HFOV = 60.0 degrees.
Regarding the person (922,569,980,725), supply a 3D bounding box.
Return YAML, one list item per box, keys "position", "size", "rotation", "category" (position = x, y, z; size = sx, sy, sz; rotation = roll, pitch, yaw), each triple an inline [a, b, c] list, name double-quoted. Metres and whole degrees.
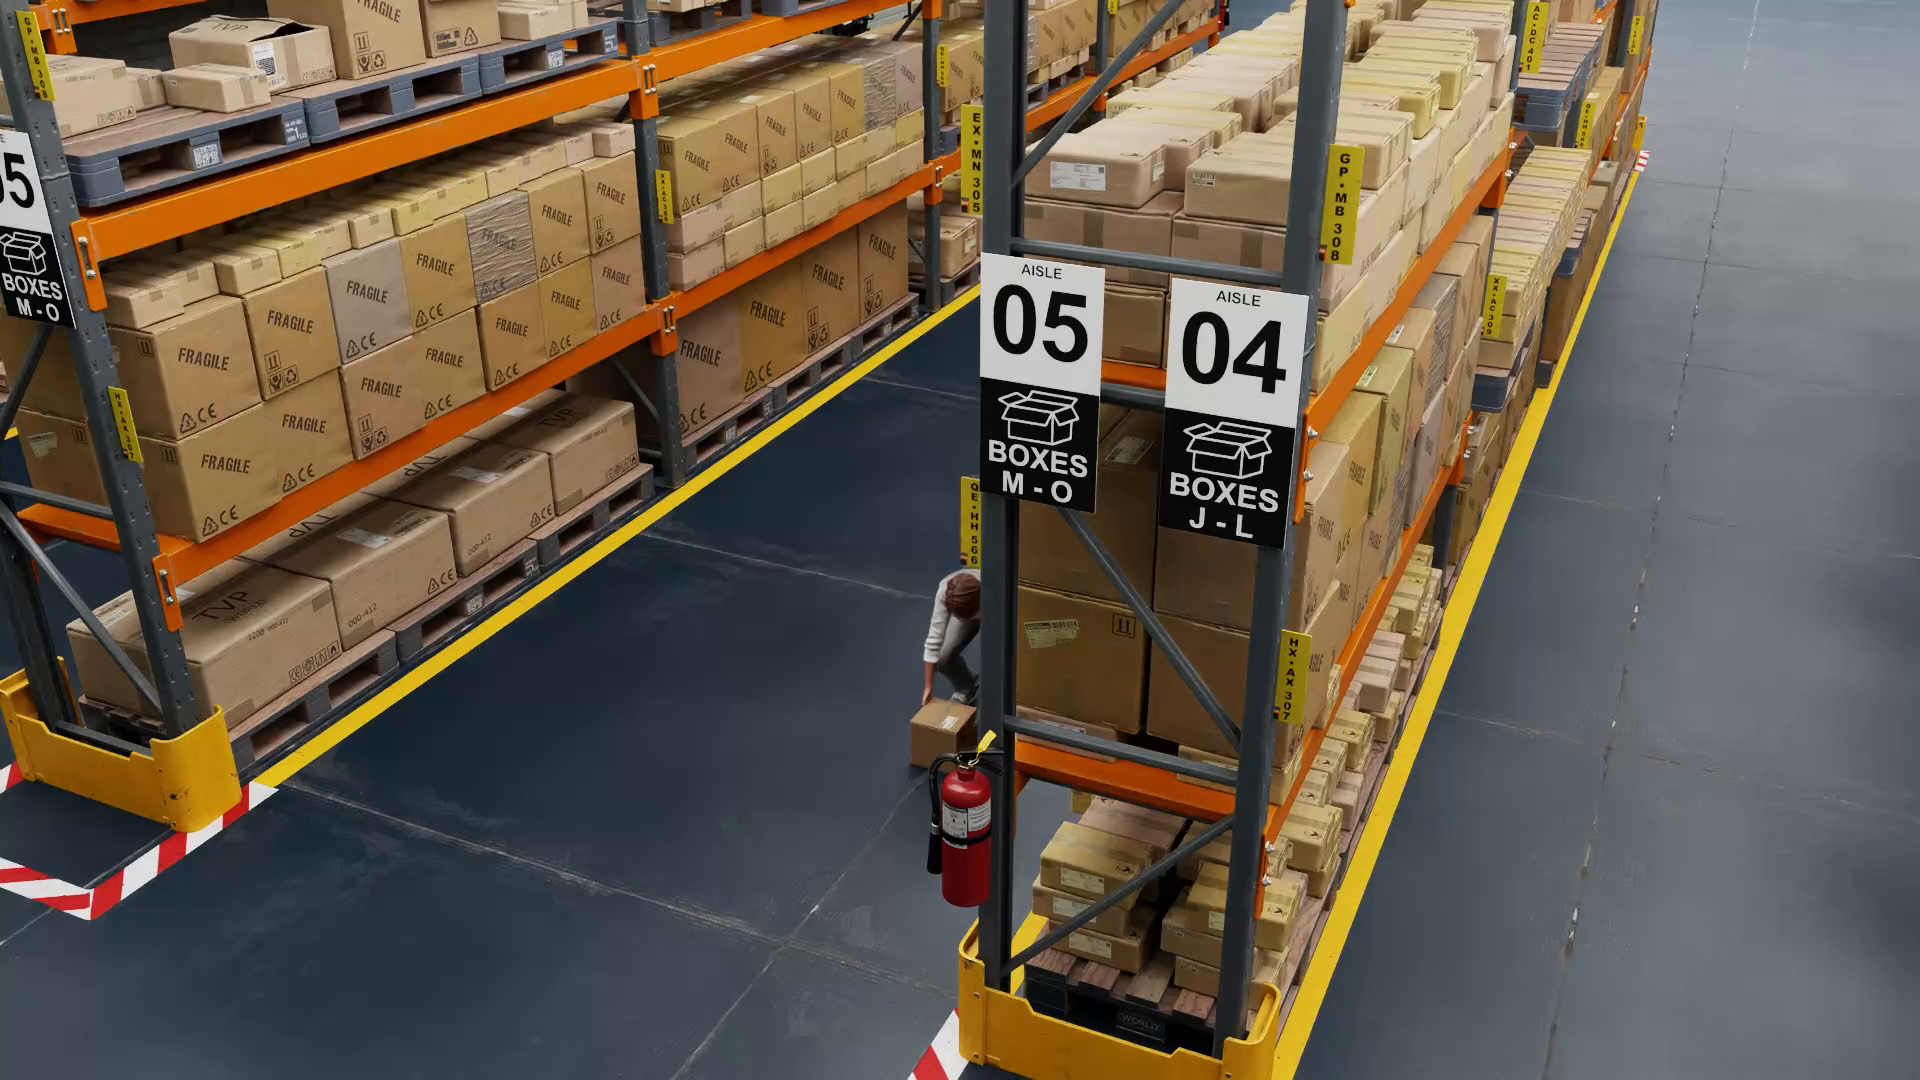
- position: [0.100, 0.495, 8.347]
  size: [0.453, 0.963, 0.780]
  rotation: [11, 29, 21]
  category: "person"
